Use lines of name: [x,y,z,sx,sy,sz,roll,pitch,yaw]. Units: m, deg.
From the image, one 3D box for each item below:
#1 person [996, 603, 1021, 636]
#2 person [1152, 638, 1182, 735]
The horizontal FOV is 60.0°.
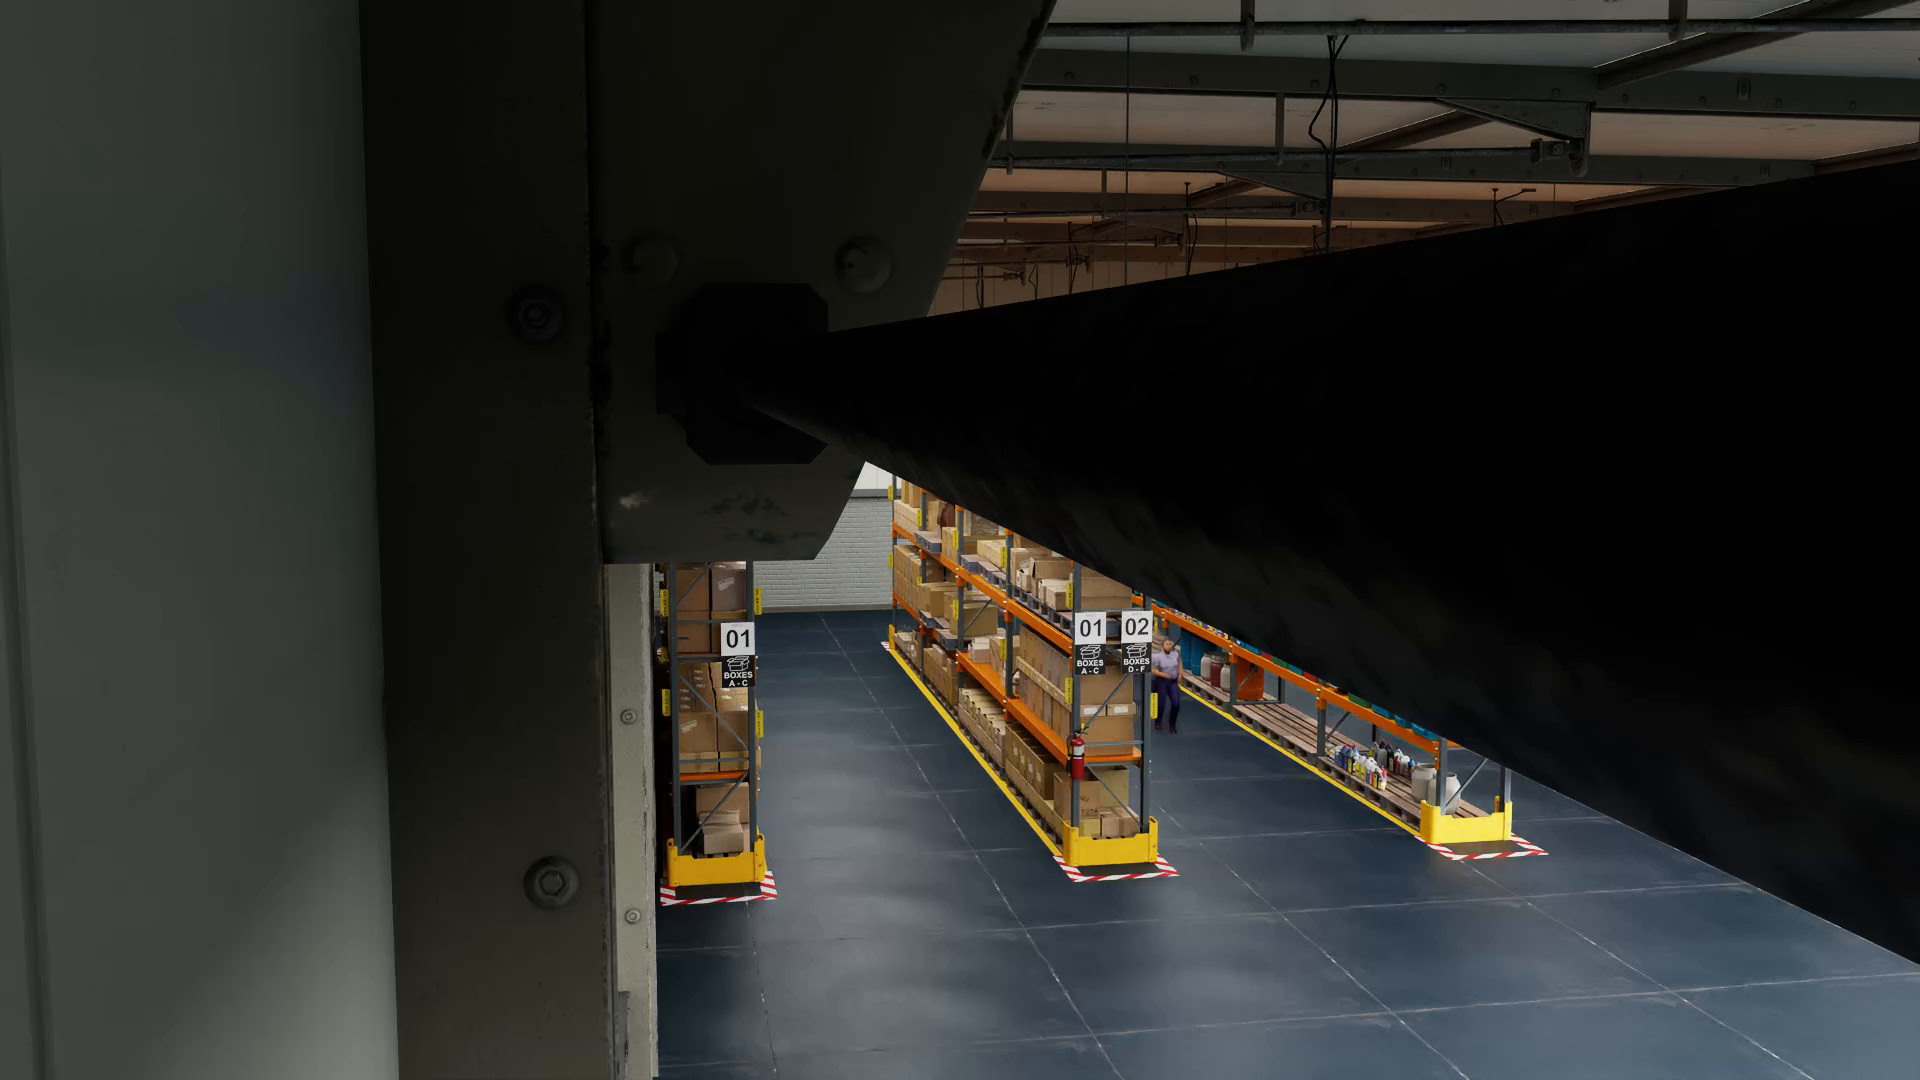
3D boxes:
person: [1.116,1.713,35.777,0.586,1.534,0.558,-2,7,-21]
person: [3.516,2.495,28.172,0.618,1.692,0.691,-1,6,-12]
